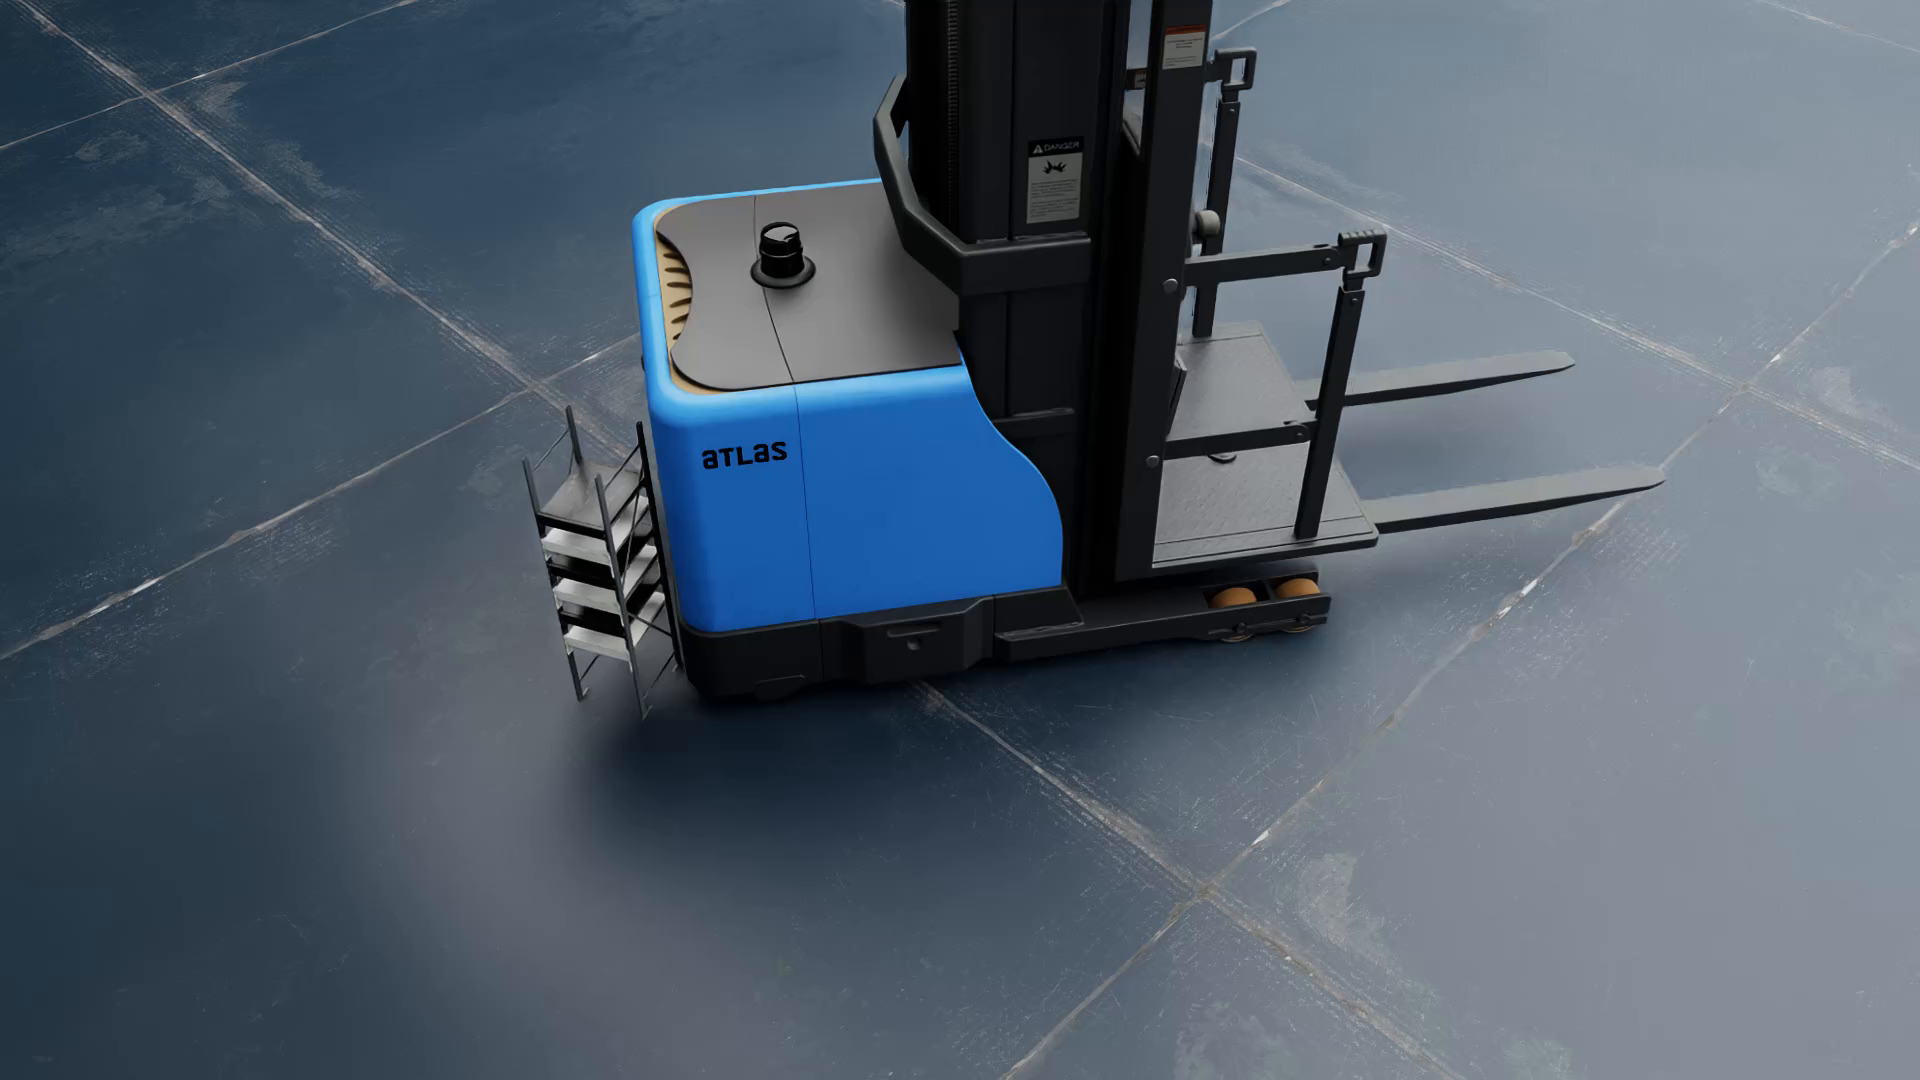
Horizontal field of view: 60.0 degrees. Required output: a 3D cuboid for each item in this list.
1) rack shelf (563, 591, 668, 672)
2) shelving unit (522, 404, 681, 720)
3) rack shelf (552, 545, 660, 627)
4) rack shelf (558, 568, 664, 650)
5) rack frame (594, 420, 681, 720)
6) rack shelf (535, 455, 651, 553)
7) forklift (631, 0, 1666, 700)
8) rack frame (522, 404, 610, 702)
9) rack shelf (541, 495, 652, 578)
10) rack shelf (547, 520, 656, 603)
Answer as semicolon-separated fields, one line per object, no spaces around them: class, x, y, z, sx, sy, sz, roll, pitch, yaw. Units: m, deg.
rack shelf;-0.953;0.234;4.648;0.200;0.077;0.258;13;44;14
shelving unit;-0.953;0.078;4.503;0.210;0.900;0.258;13;44;14
rack shelf;-0.953;0.102;4.525;0.200;0.077;0.258;13;44;14
rack shelf;-0.953;0.168;4.587;0.200;0.077;0.258;13;44;14
rack frame;-0.857;0.100;4.478;0.006;0.900;0.240;13;44;14
rack shelf;-0.953;-0.096;4.342;0.200;0.077;0.258;13;44;14
forklift;0.628;-1.121;4.303;3.031;2.935;1.130;-8;43;-8
rack frame;-1.049;0.055;4.527;0.006;0.900;0.240;13;44;14
rack shelf;-0.953;-0.030;4.403;0.200;0.077;0.258;13;44;14
rack shelf;-0.953;0.036;4.464;0.200;0.077;0.258;13;44;14
